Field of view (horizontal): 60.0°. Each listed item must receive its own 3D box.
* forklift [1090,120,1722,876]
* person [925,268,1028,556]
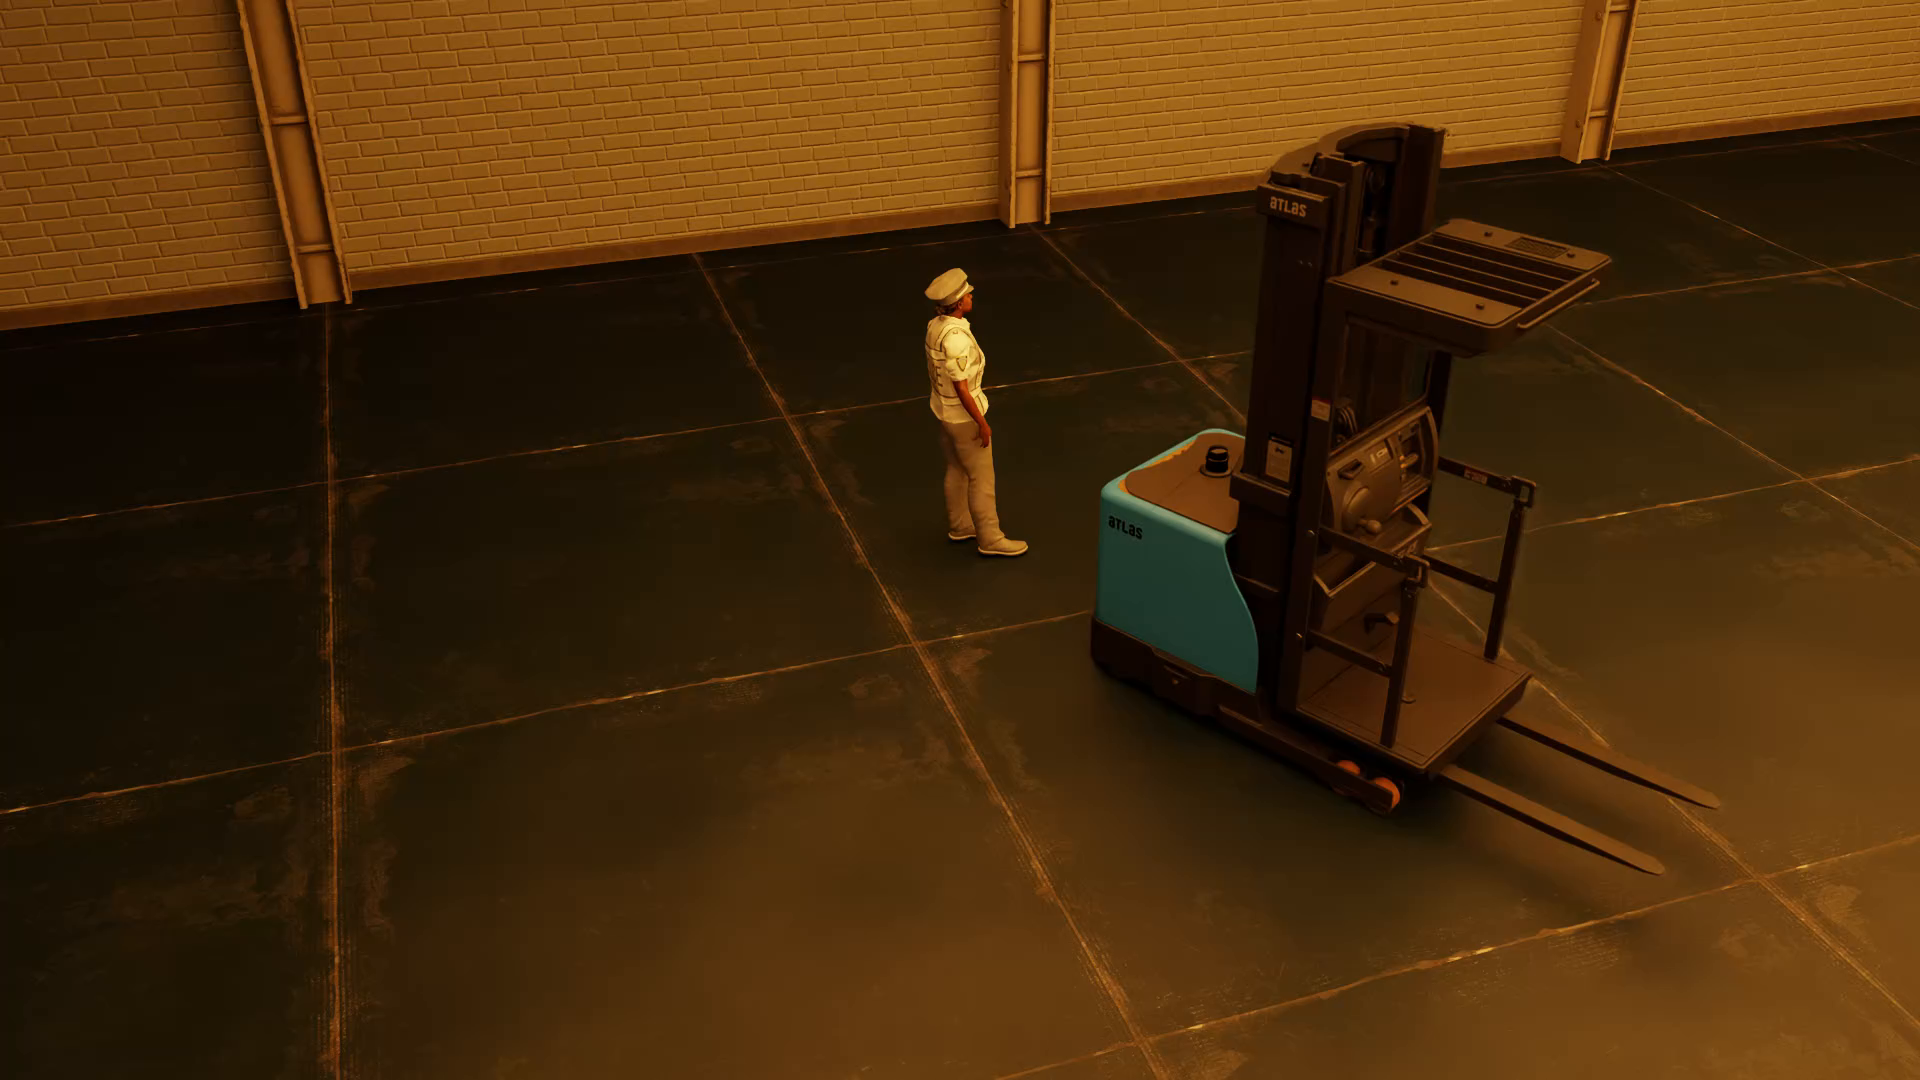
[{"bbox_3d":[2.112,-0.284,7.580,3.031,2.935,1.130,25,38,36],"label":"forklift"},{"bbox_3d":[0.077,-0.743,9.604,0.530,1.695,0.570,-10,31,-16],"label":"person"}]
